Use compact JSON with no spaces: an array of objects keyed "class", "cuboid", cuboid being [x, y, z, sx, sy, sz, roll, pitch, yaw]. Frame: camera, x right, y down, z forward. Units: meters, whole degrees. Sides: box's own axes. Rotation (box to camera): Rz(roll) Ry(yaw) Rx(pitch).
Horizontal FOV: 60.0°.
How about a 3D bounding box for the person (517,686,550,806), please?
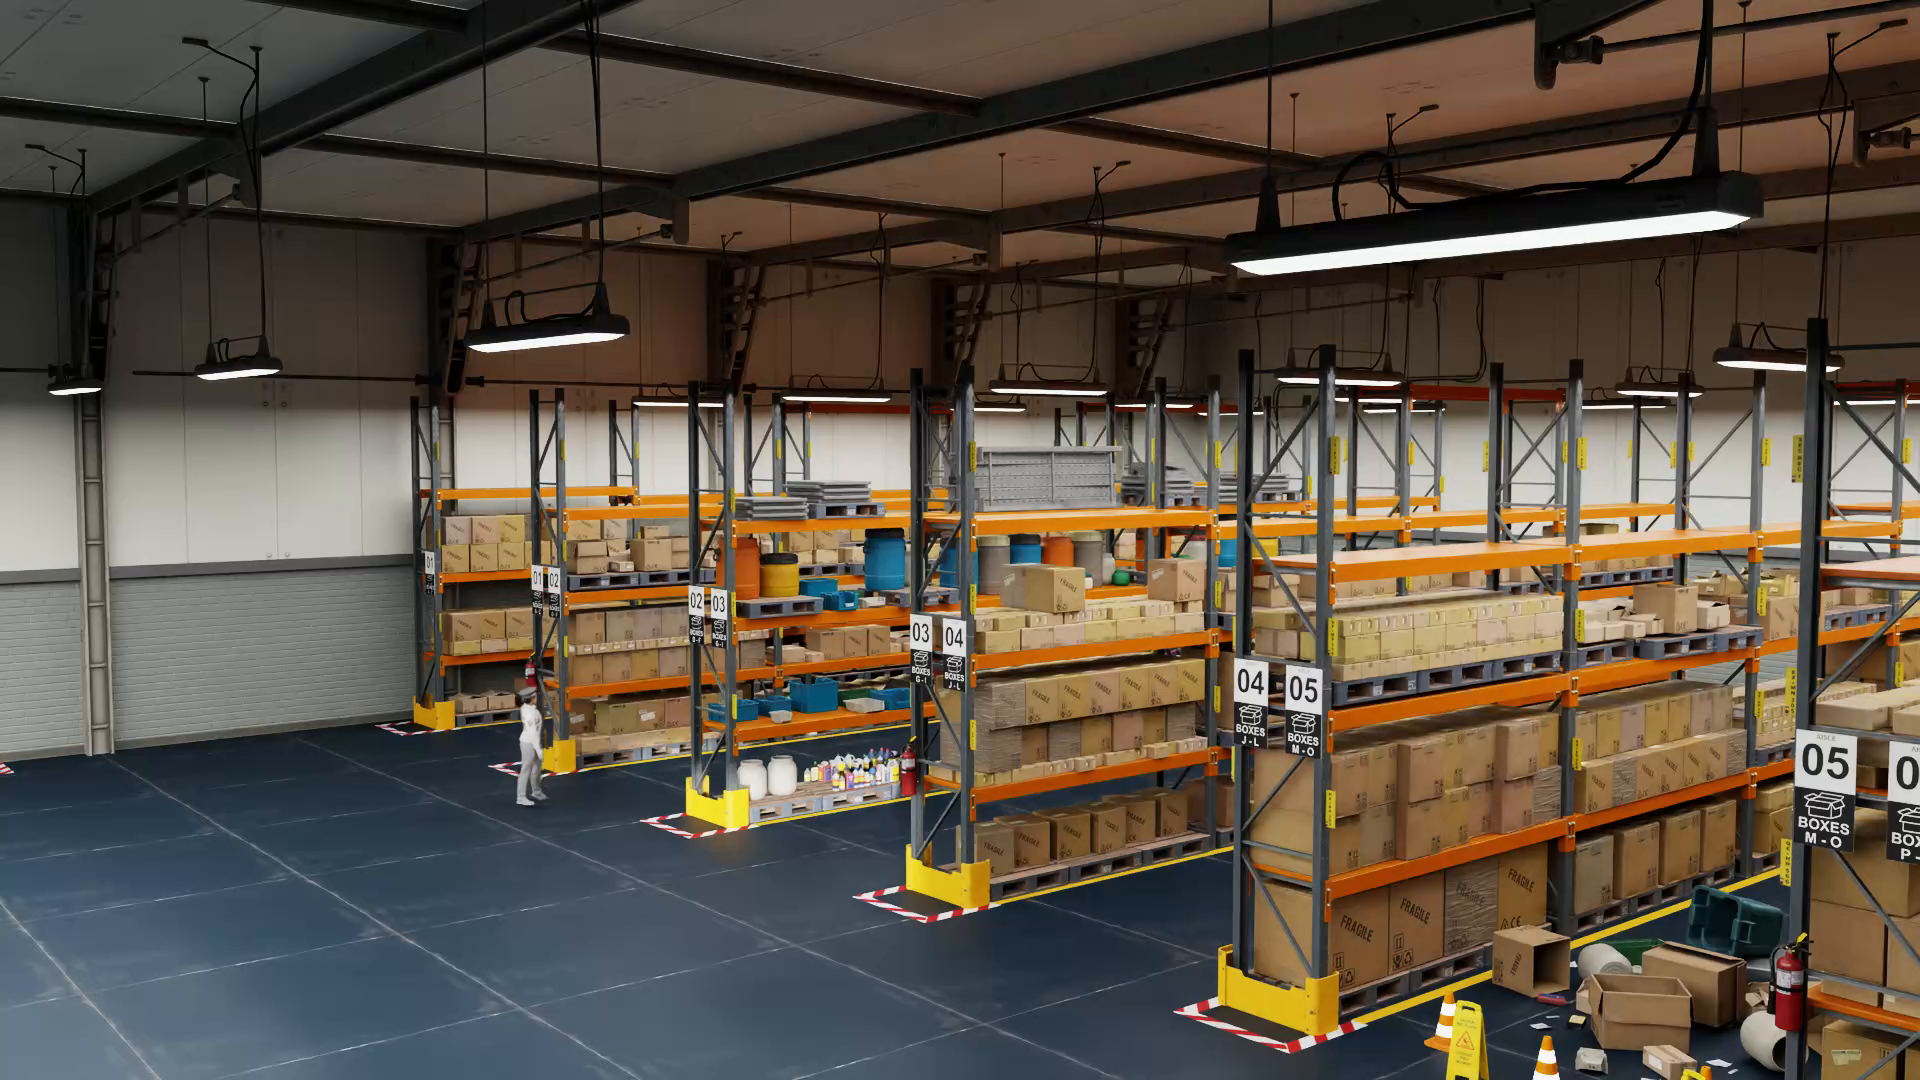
[{"class":"person","cuboid":[-6.127,2.945,23.814,0.403,1.731,0.616,0,3,-5]}]
